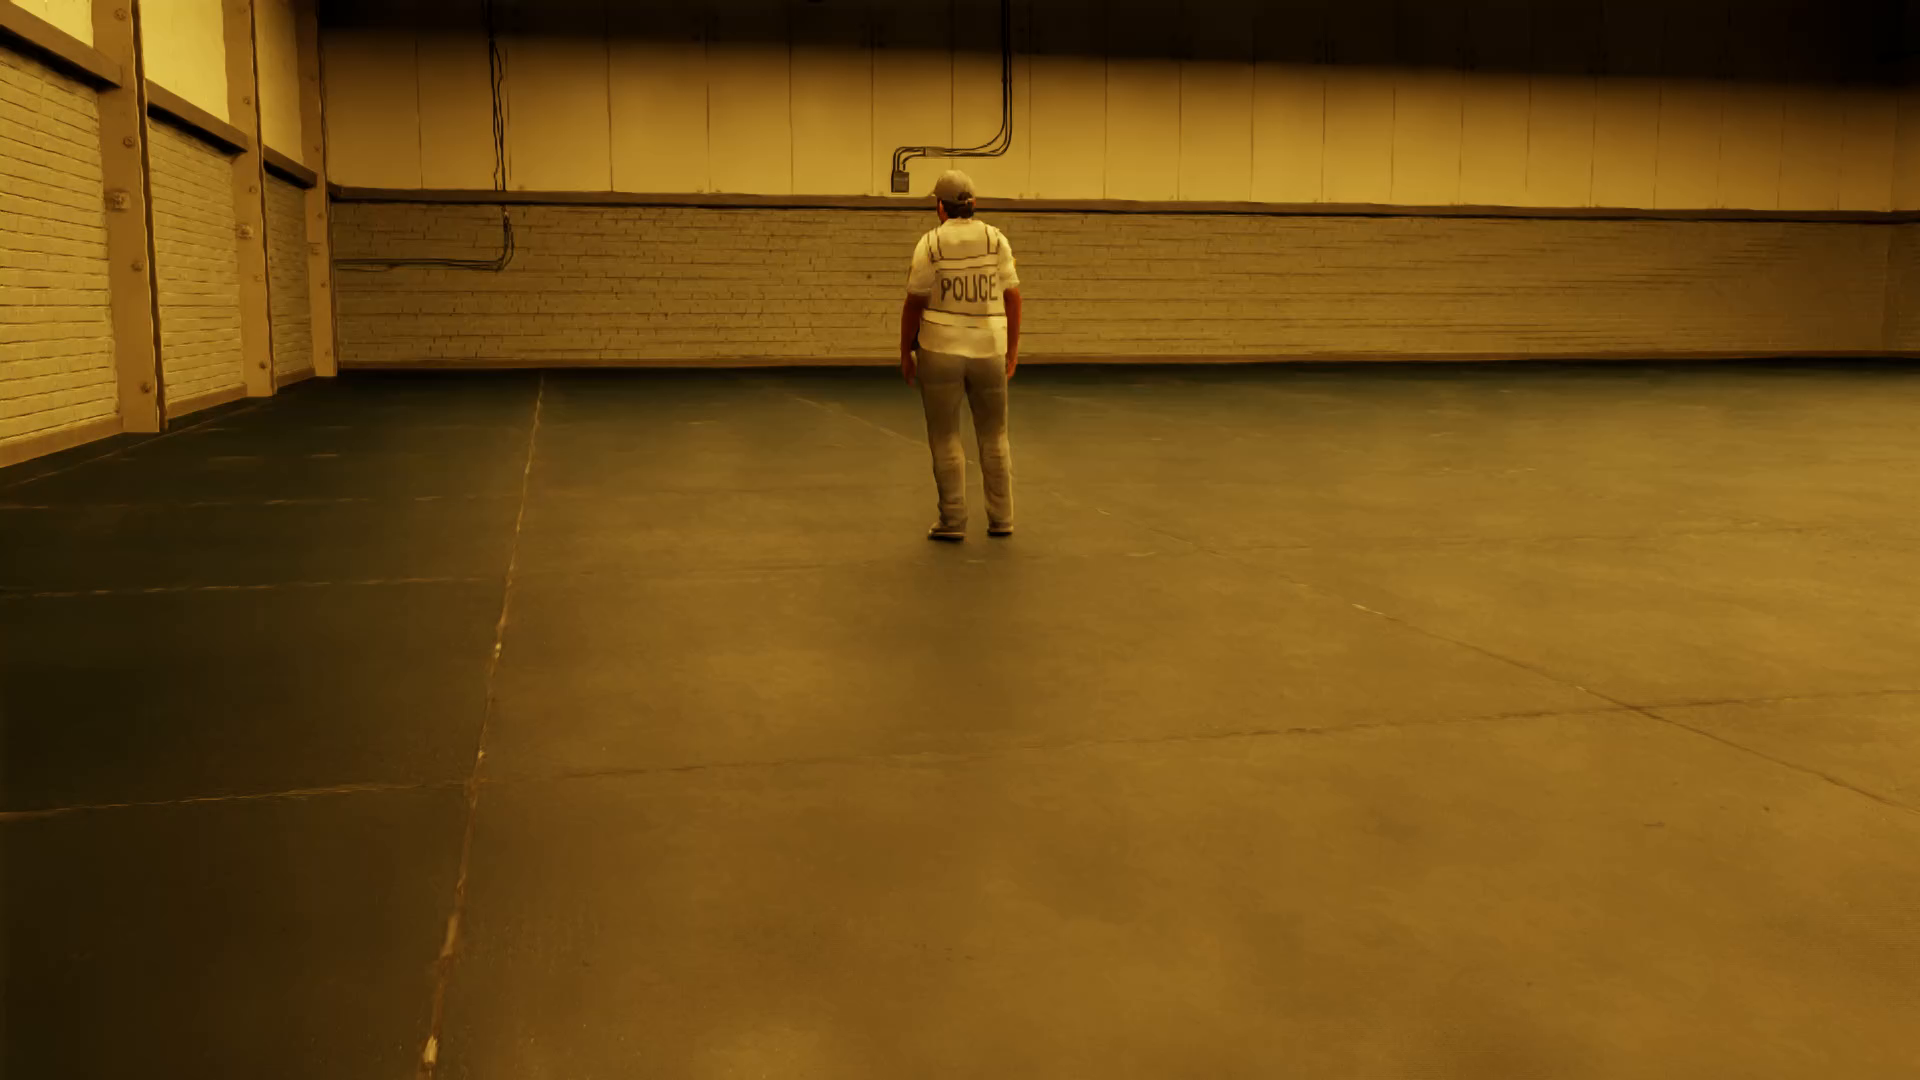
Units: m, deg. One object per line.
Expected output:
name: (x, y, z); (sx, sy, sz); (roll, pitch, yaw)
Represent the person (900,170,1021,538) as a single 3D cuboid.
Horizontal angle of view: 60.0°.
person: (0.004, -0.844, 7.670); (0.598, 1.669, 0.529); (-2, 8, -13)
